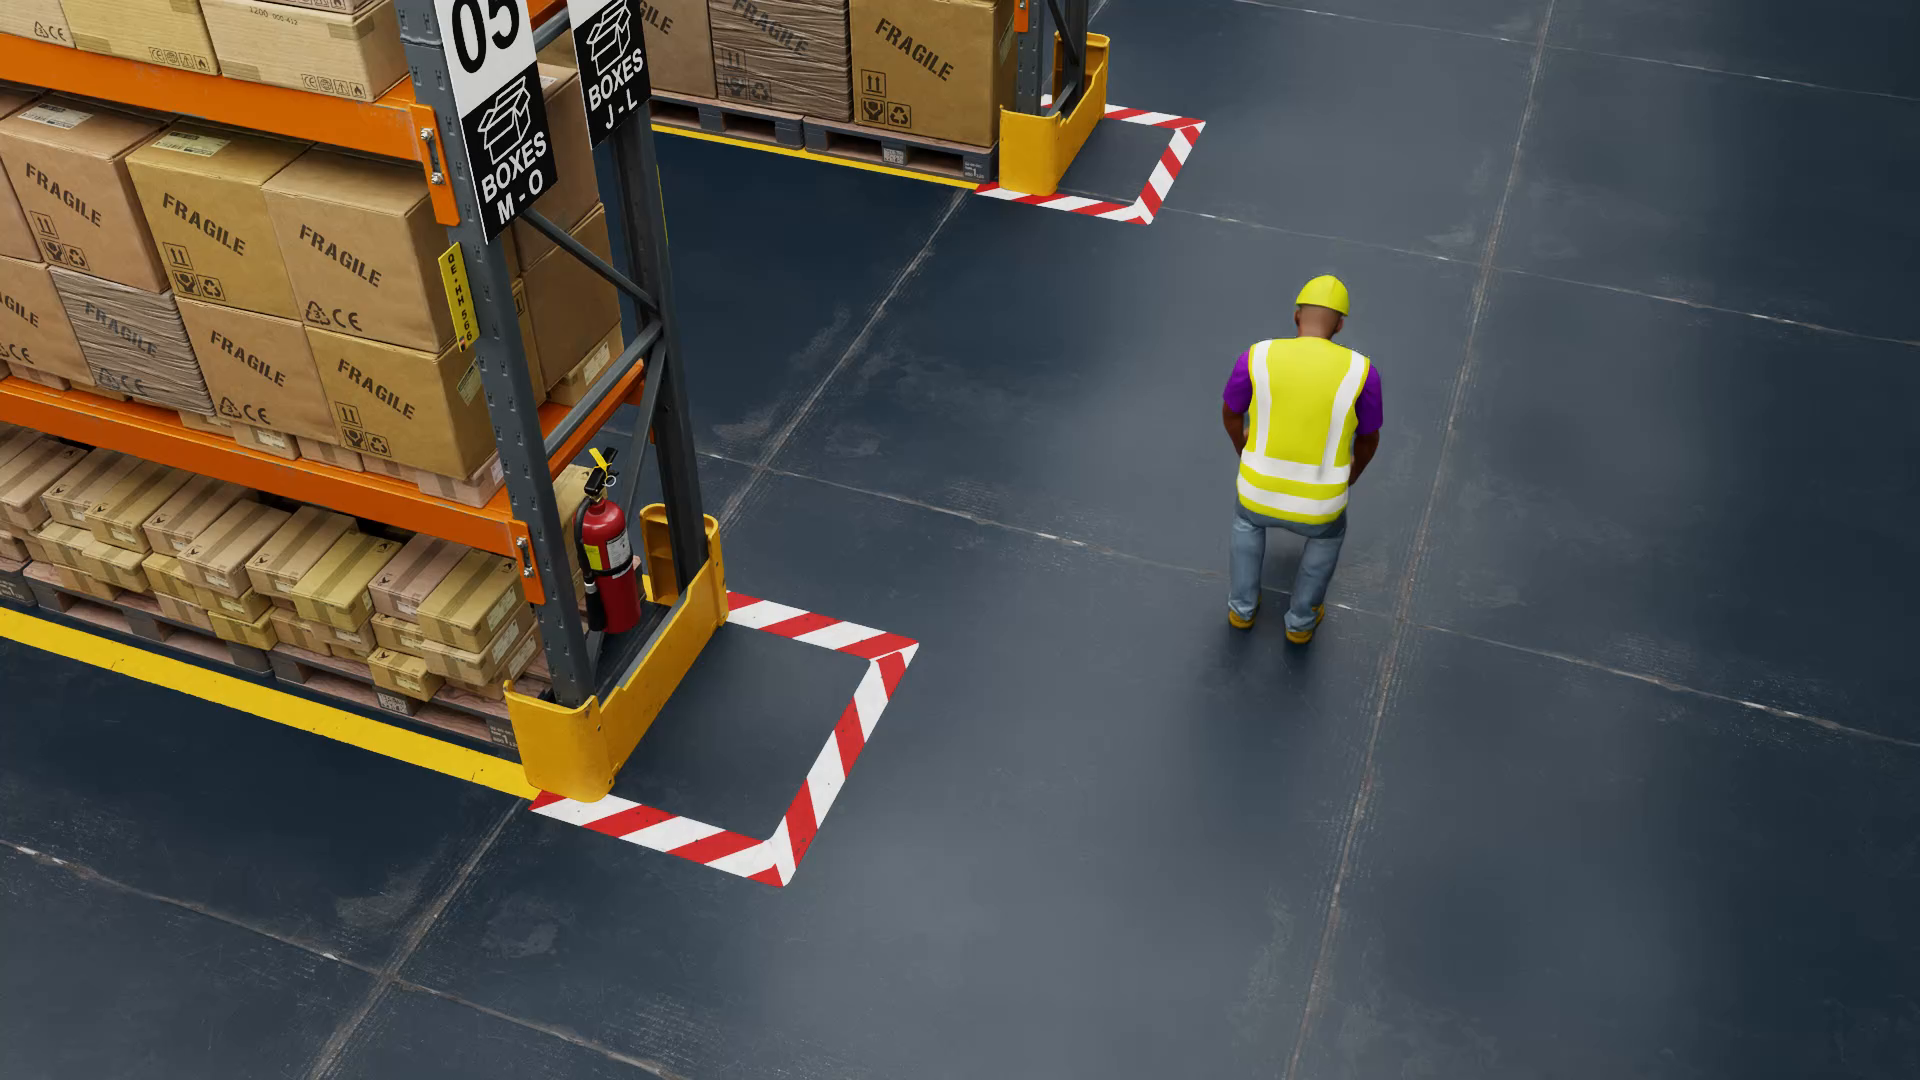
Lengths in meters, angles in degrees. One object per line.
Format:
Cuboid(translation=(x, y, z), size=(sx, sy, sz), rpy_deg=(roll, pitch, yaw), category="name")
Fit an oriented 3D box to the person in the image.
Cuboid(translation=(1.322, -0.288, 6.658), size=(0.627, 1.517, 0.687), rpy_deg=(14, 43, 15), category="person")
